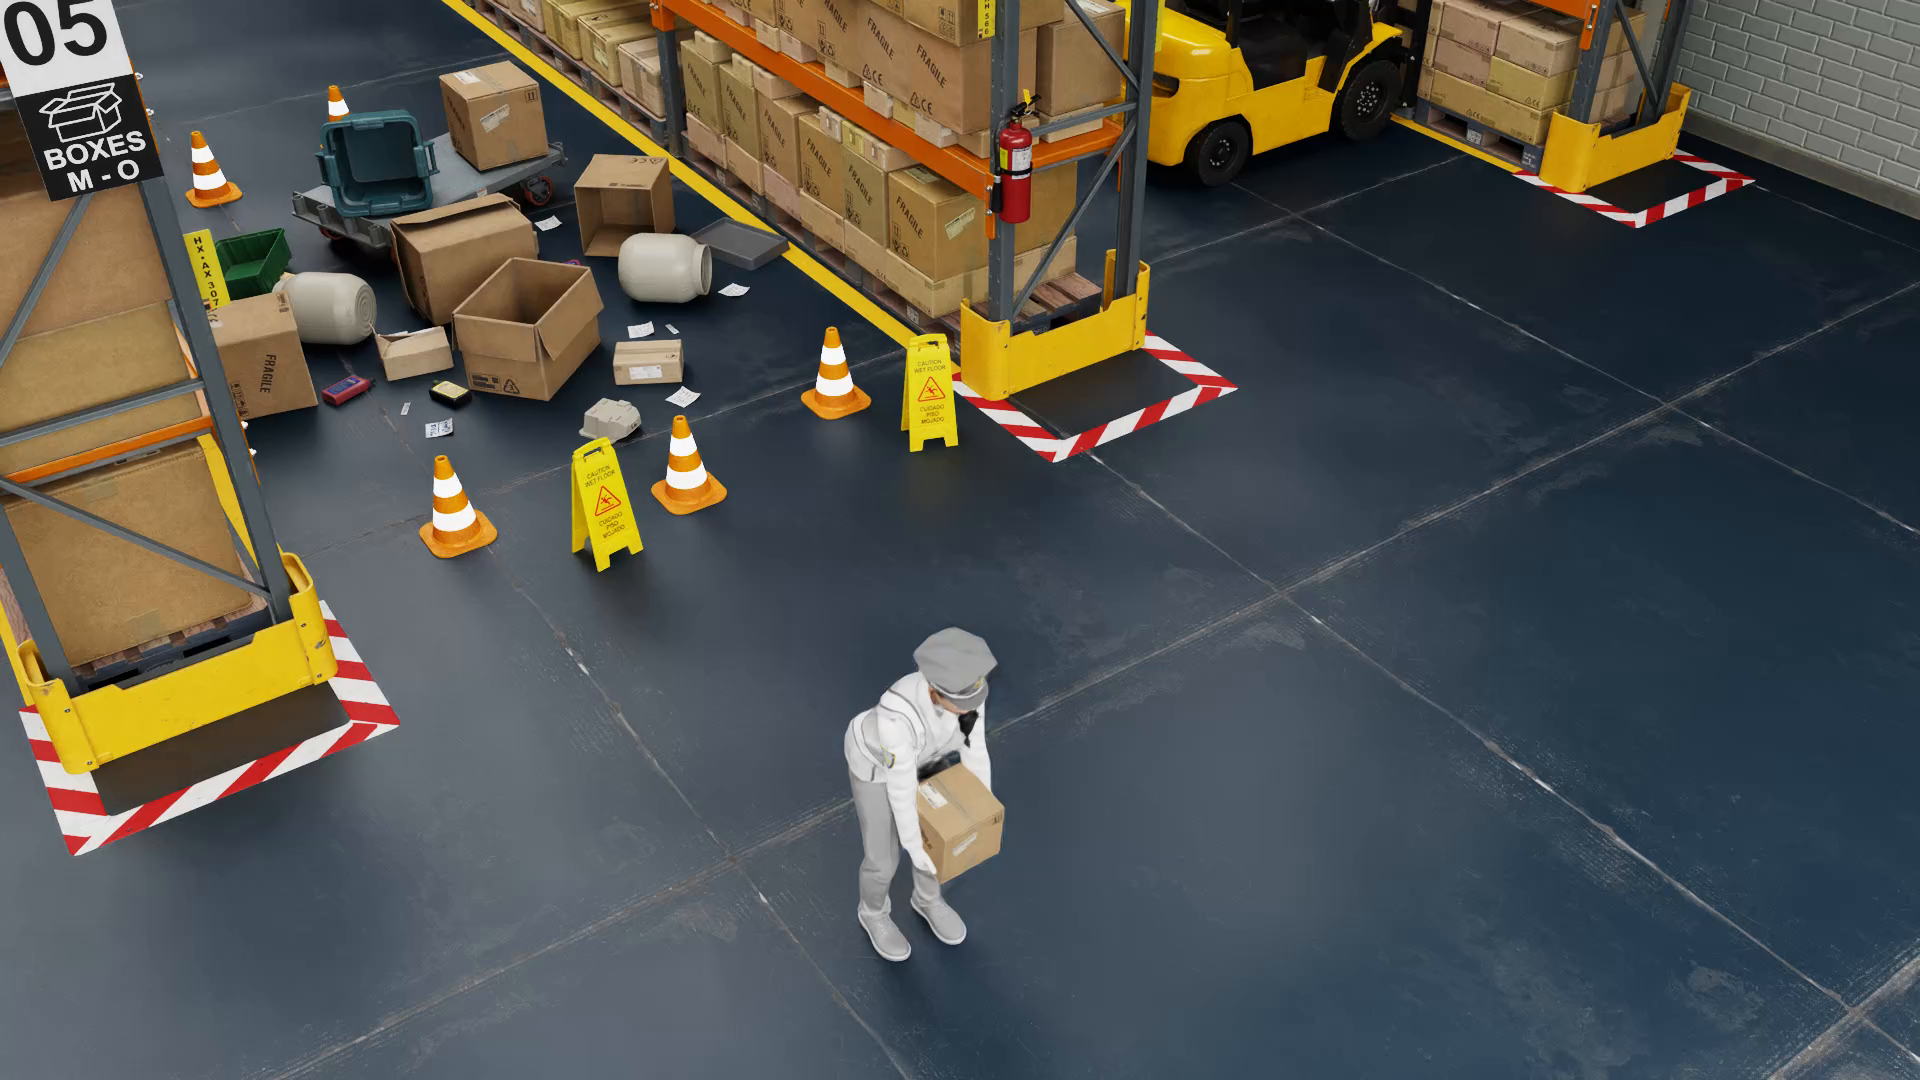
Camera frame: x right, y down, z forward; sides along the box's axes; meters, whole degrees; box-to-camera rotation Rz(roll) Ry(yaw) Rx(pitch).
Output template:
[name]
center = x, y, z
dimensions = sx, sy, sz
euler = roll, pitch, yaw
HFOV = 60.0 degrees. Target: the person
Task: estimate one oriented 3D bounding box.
[person]
center = -0.125, 0.892, 5.882
dimensions = 0.407, 1.572, 0.623
euler = -24, 43, -28
